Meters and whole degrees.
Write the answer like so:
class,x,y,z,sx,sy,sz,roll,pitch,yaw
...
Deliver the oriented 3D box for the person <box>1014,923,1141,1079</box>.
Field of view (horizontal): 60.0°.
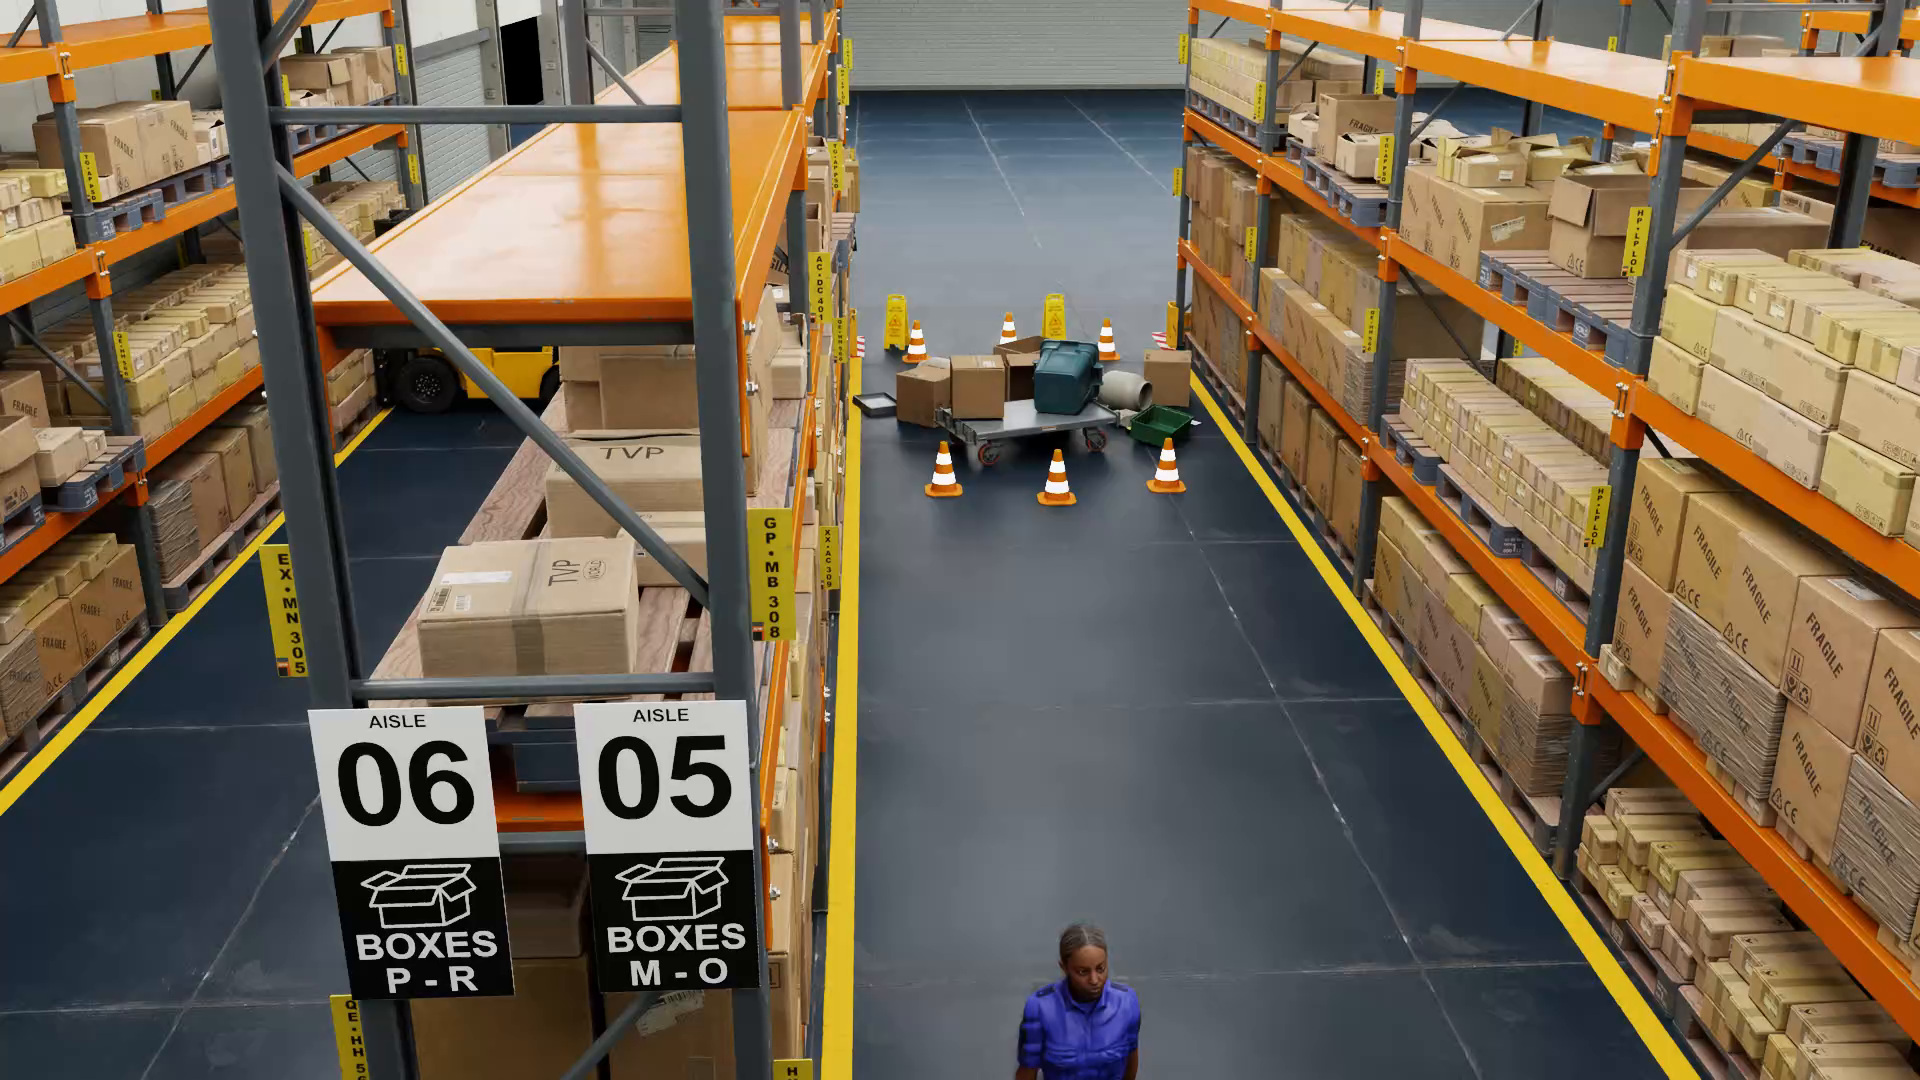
class,x,y,z,sx,sy,sz,roll,pitch,yaw
person,0.419,2.109,5.913,0.458,1.596,0.967,0,21,-1
